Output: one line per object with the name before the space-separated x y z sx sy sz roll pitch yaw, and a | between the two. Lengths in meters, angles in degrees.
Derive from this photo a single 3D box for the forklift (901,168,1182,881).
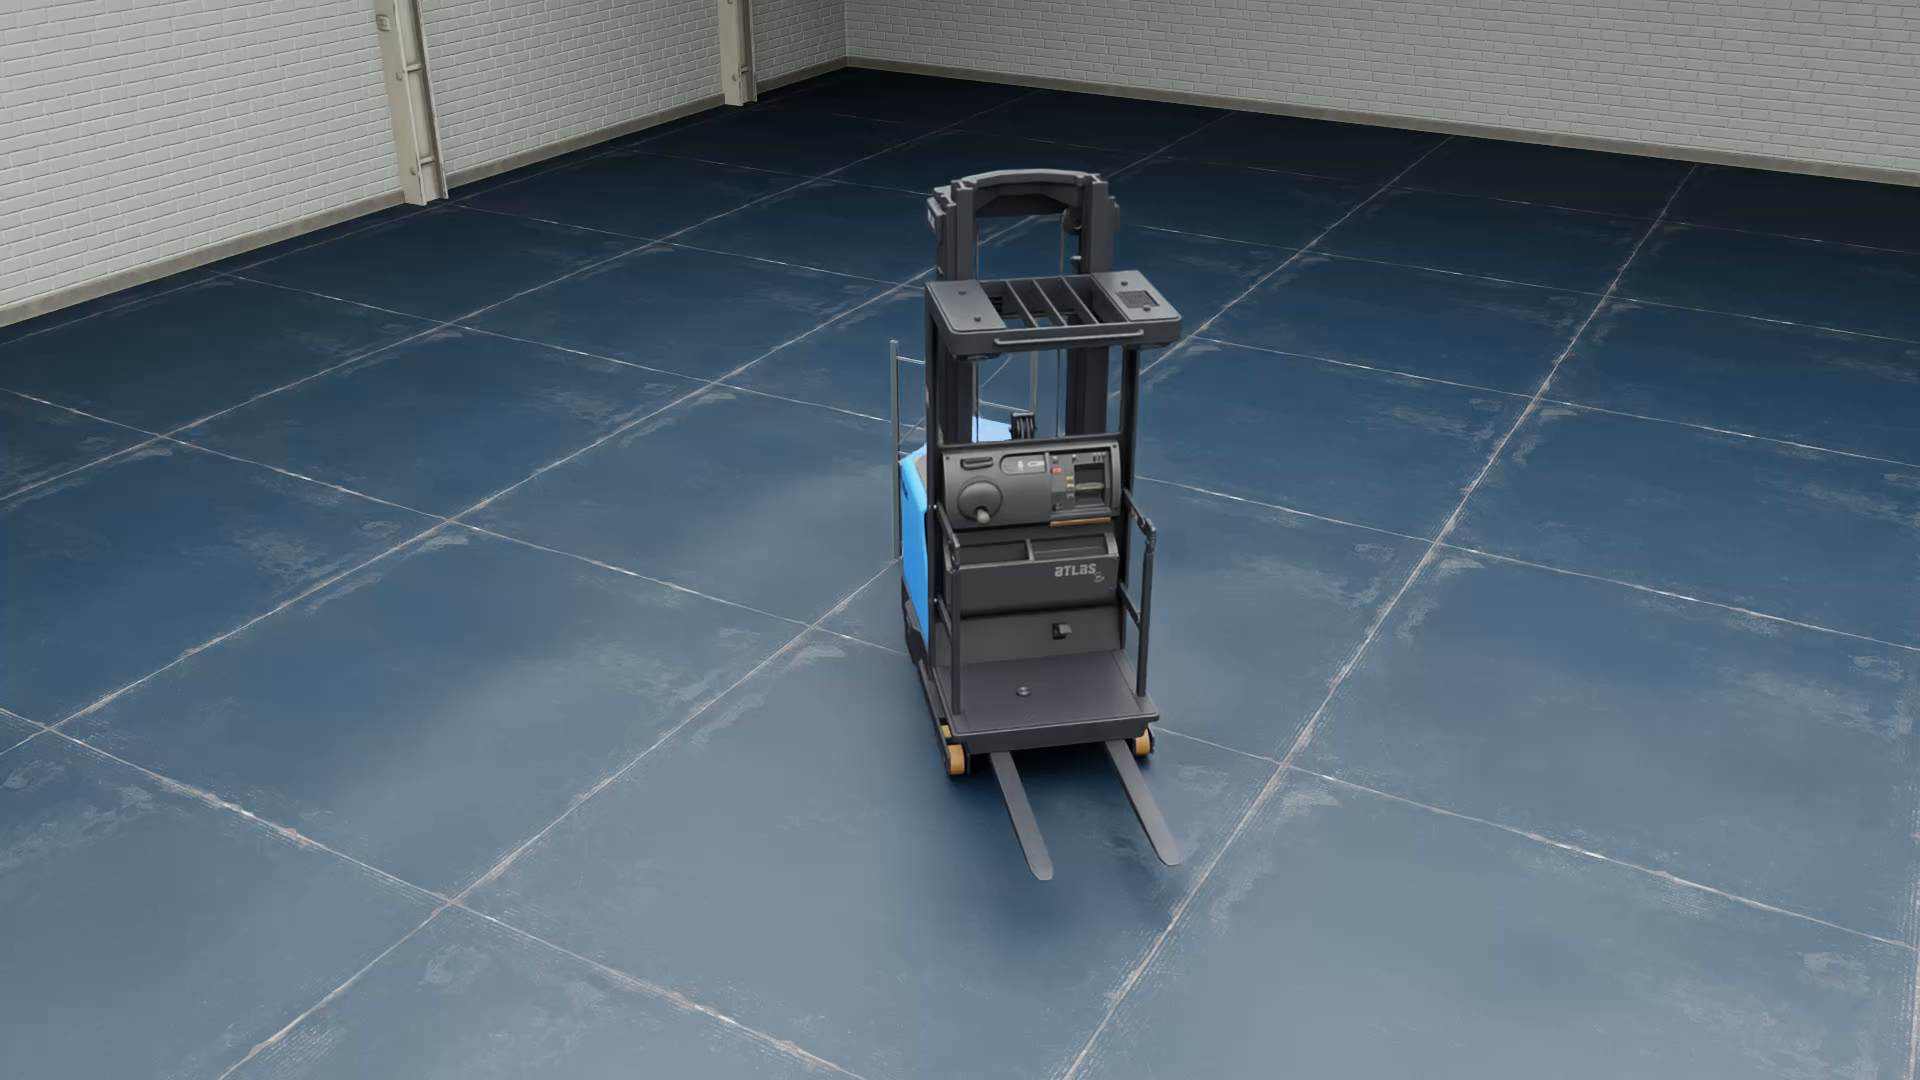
forklift | 0.415 -0.254 8.403 1.130 2.935 3.031 -5 27 -9

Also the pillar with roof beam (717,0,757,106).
pillar with roof beam | 0.637 -9.278 19.652 9.100 9.000 0.400 14 30 26

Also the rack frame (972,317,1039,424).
rack frame | 0.292 -0.902 11.296 0.500 1.500 0.032 14 30 26

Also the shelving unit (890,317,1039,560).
shelving unit | 0.042 -0.704 10.901 0.538 1.500 1.048 14 30 26

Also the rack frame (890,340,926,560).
rack frame | -0.208 -0.506 10.505 0.500 1.500 0.032 14 30 26

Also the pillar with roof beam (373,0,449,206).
pillar with roof beam | -2.315 -6.940 14.981 9.100 9.000 0.400 14 30 26

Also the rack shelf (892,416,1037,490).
rack shelf | 0.042 -0.543 10.981 0.538 0.185 1.000 14 30 26
